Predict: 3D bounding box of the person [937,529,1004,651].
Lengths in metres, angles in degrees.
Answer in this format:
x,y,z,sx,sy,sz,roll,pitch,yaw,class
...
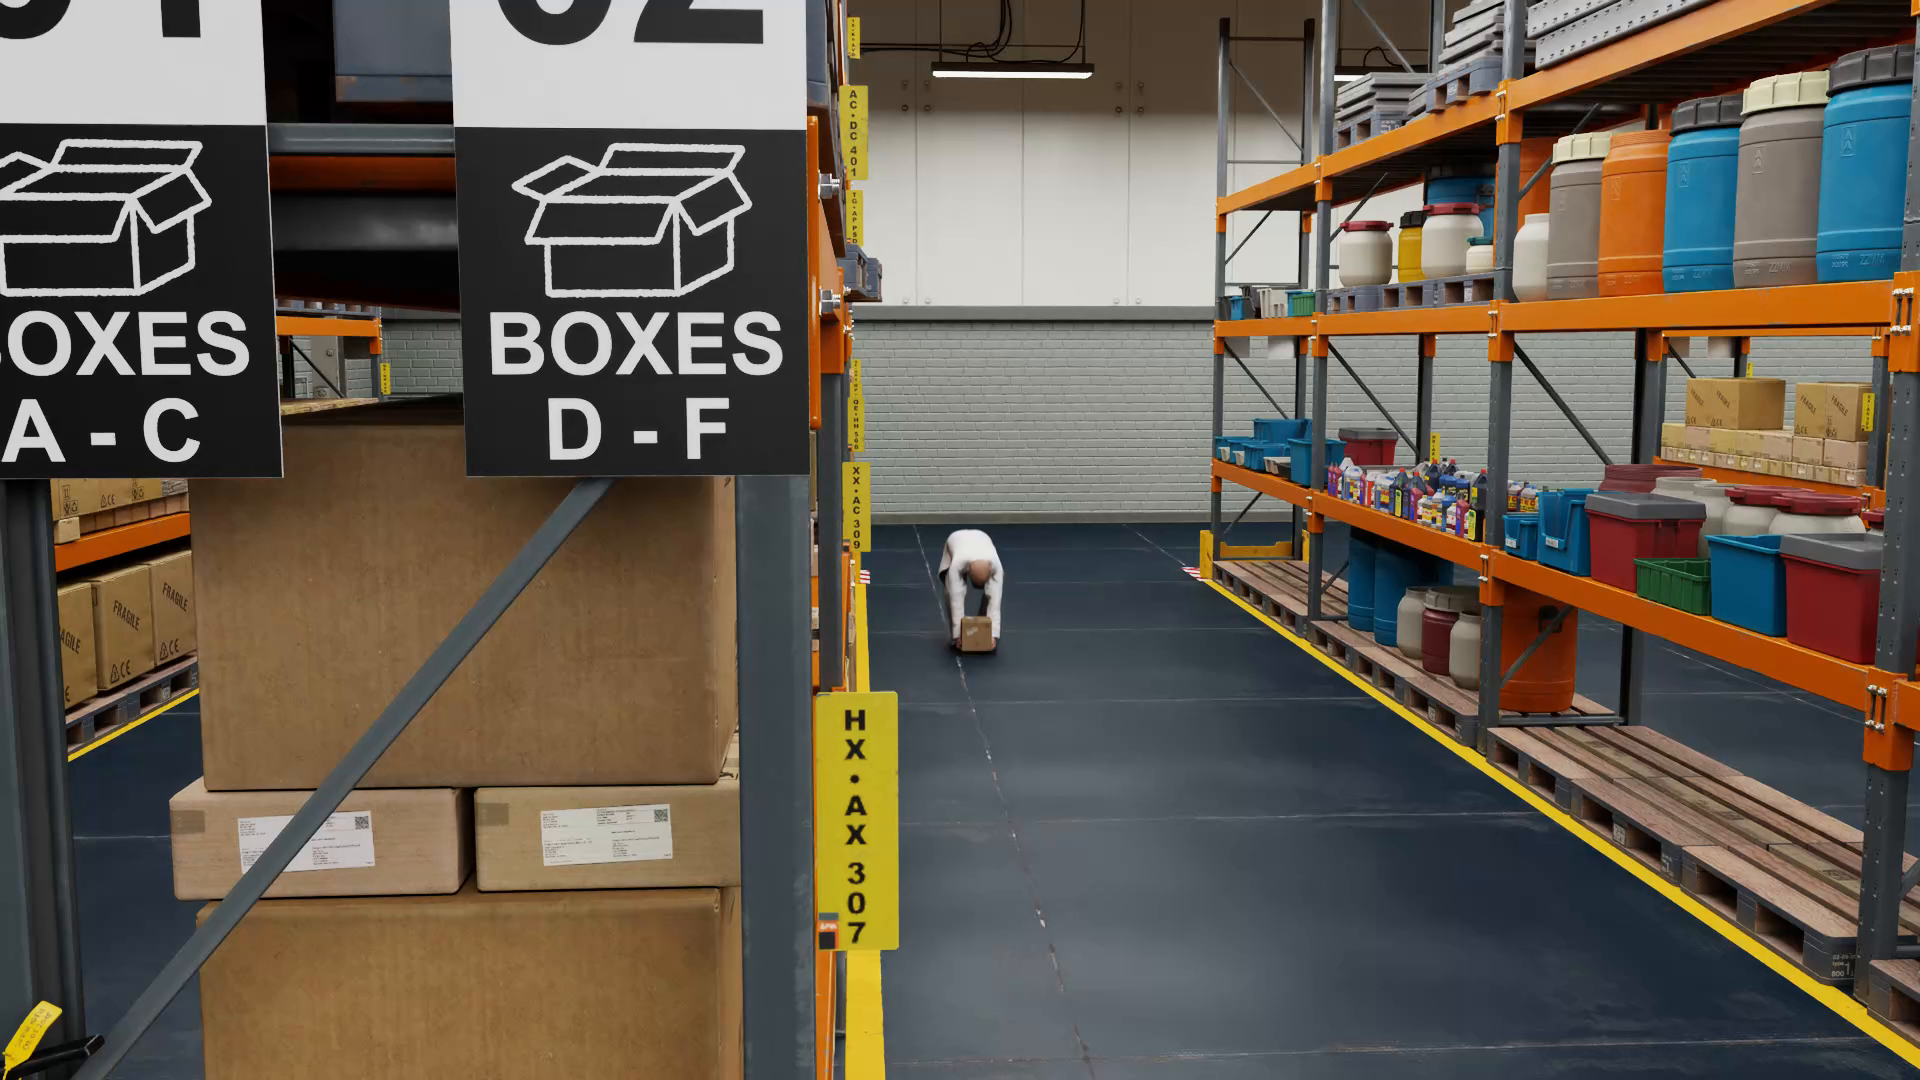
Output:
x,y,z,sx,sy,sz,roll,pitch,yaw,class
0.109,0.419,14.115,0.581,0.981,0.943,-1,7,-6,person
